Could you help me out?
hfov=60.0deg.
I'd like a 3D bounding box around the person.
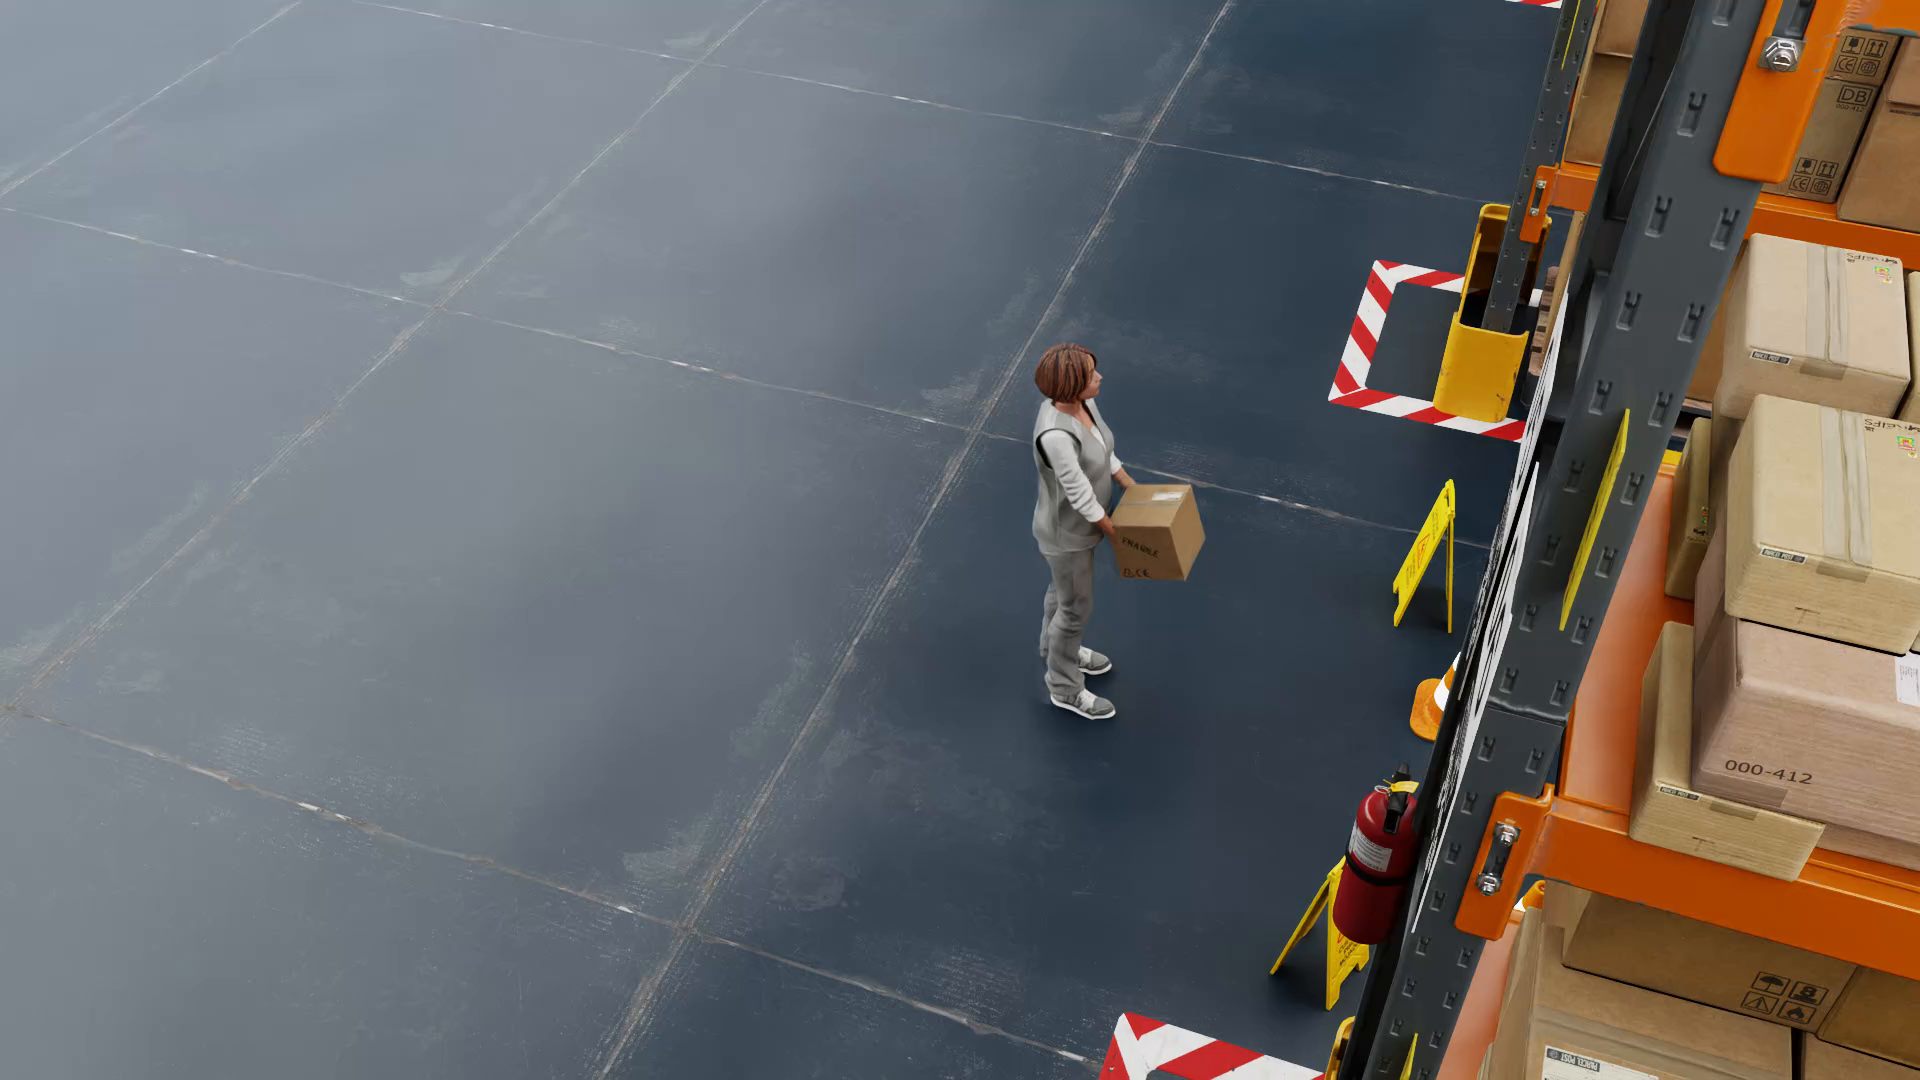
[{"bbox_3d":[0.483,-0.039,6.205,0.458,1.601,0.451,8,43,9],"label":"person"}]
